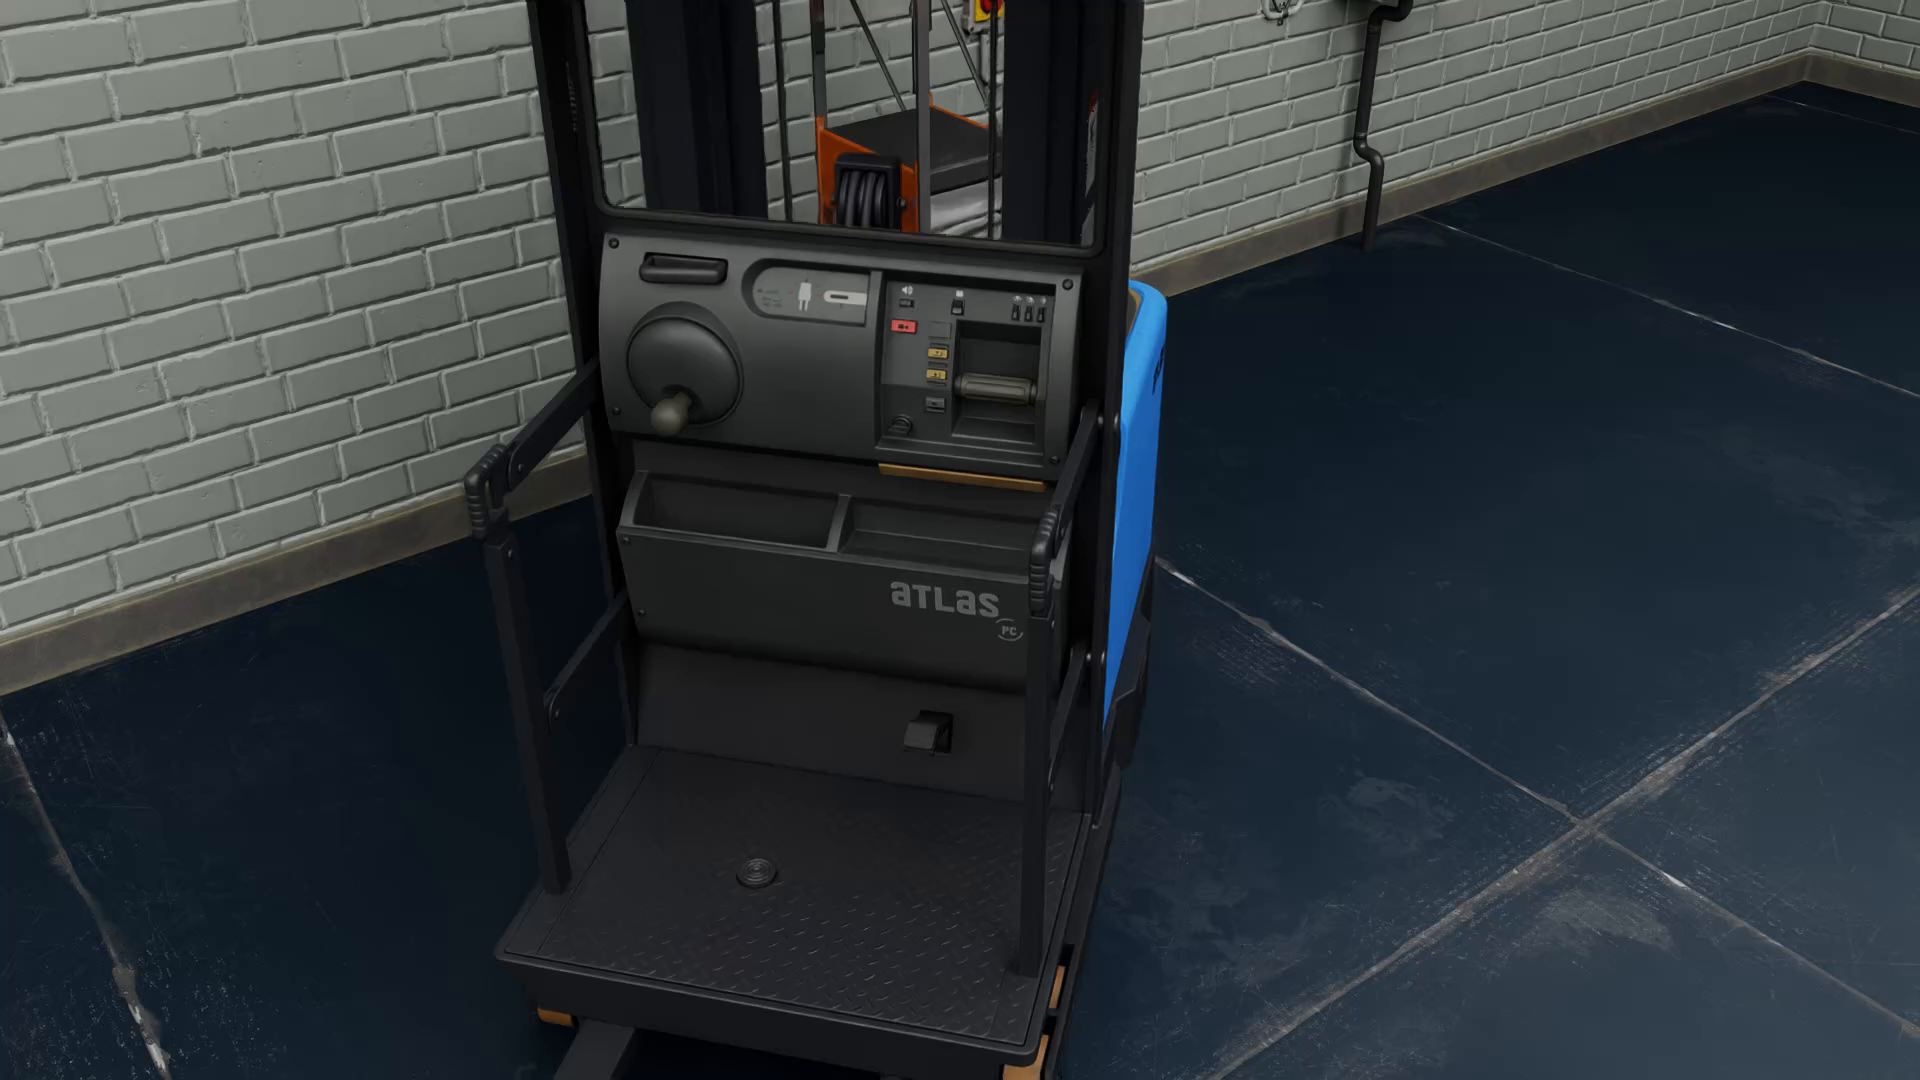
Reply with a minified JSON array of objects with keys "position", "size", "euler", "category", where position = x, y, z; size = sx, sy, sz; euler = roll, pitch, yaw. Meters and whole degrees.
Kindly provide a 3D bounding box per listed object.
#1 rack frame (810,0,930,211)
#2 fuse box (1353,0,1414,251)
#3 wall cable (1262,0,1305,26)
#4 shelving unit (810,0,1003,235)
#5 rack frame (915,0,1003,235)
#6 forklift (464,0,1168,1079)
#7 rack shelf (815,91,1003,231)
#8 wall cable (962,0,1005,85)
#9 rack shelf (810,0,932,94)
[{"position":[-0.251,-1.063,4.971],"size":[0.400,2.100,0.015],"euler":[-22,38,-31],"category":"rack frame"},{"position":[1.826,-2.004,6.856],"size":[0.539,1.711,0.414],"euler":[-22,38,-31],"category":"fuse box"},{"position":[1.191,-2.828,5.998],"size":[0.588,1.984,0.122],"euler":[-22,38,-31],"category":"wall cable"},{"position":[-0.101,-0.961,4.807],"size":[0.431,2.100,0.503],"euler":[-22,38,-31],"category":"shelving unit"},{"position":[0.048,-0.859,4.643],"size":[0.400,2.100,0.015],"euler":[-22,38,-31],"category":"rack frame"},{"position":[-0.286,-0.305,2.962],"size":[1.130,2.935,3.031],"euler":[7,33,11],"category":"forklift"},{"position":[-0.101,-0.949,4.814],"size":[0.431,0.518,0.480],"euler":[-22,38,-31],"category":"rack shelf"},{"position":[0.077,-2.378,5.243],"size":[0.585,1.953,0.123],"euler":[-22,38,-31],"category":"wall cable"},{"position":[-0.101,-1.544,4.445],"size":[0.431,0.518,0.480],"euler":[-22,38,-31],"category":"rack shelf"}]
